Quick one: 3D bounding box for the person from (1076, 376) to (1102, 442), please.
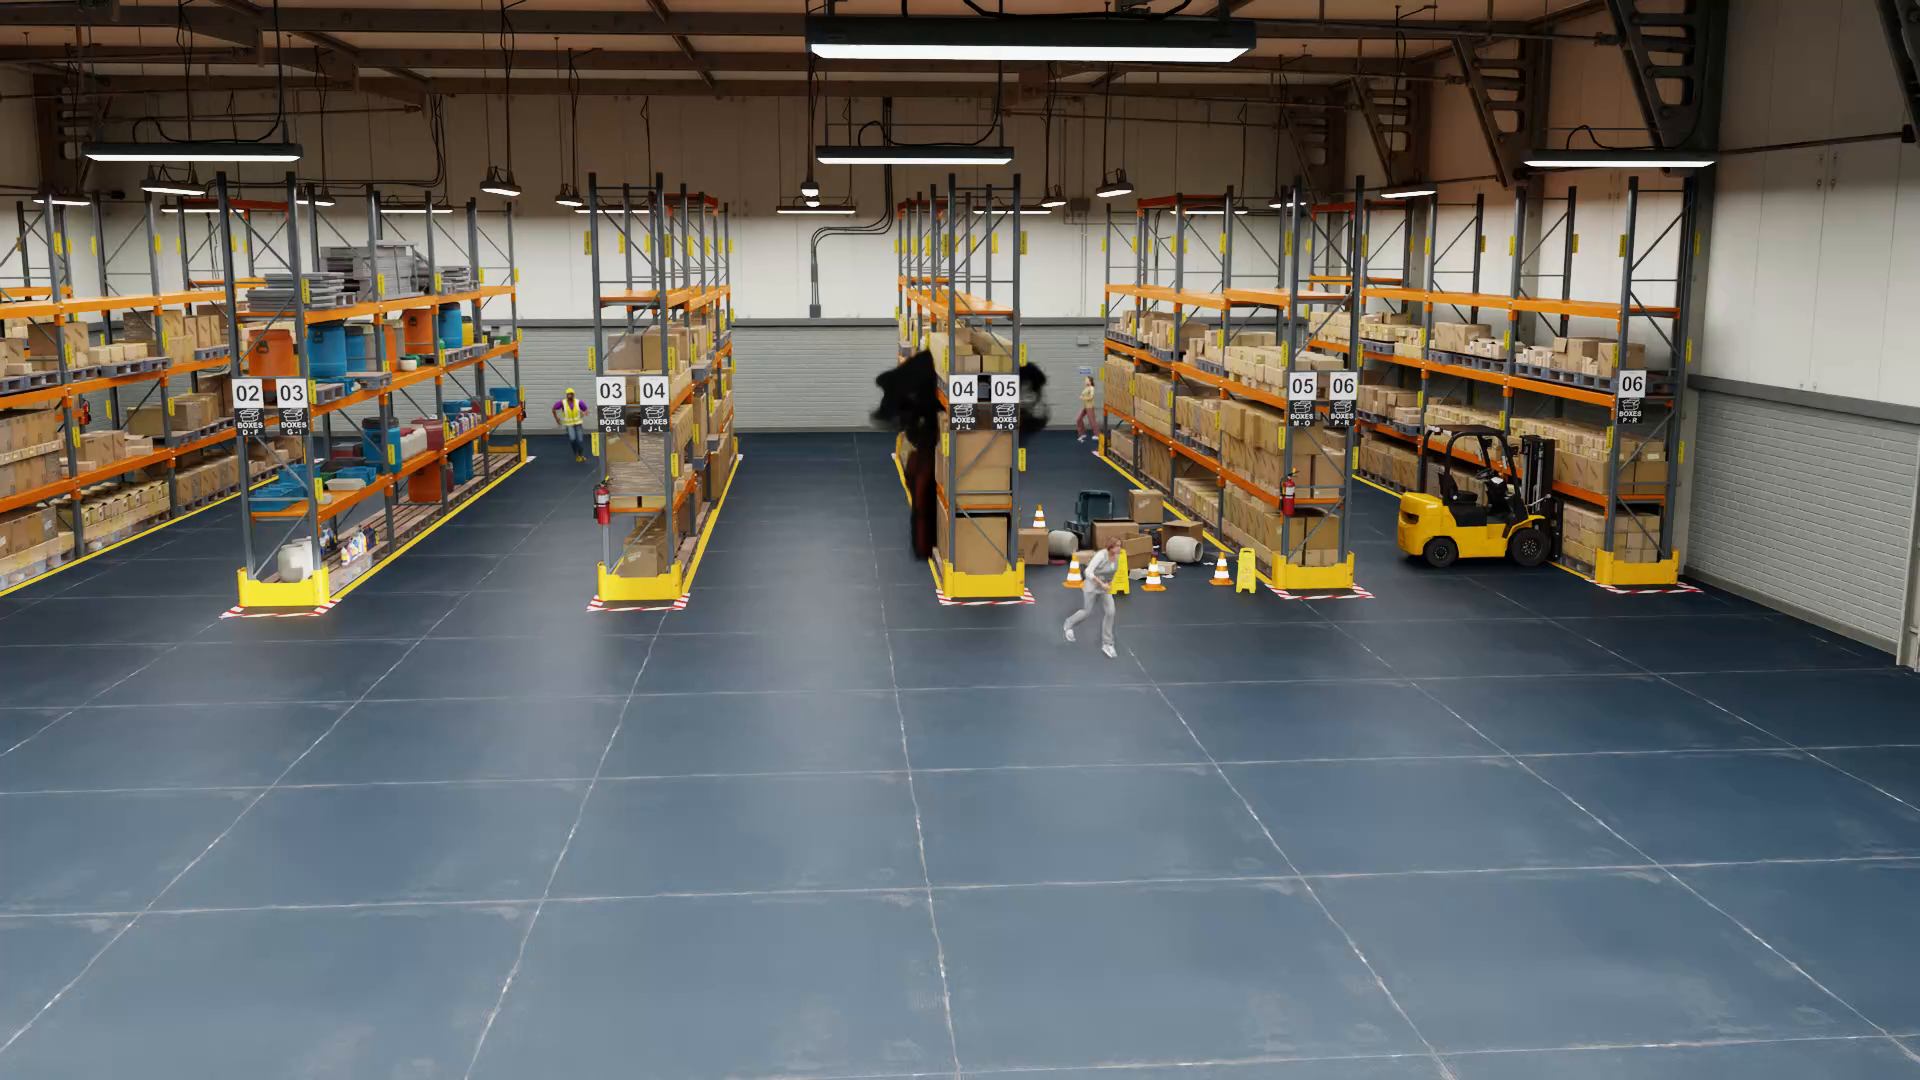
[{"bbox_3d":[3.330,-3.379,43.029,0.714,1.725,0.545,-5,11,-27],"label":"person"}]

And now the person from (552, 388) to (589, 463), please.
[{"bbox_3d":[-9.060,-2.667,38.812,0.828,1.760,0.652,-4,11,-22],"label":"person"}]

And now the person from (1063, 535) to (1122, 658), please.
[{"bbox_3d":[1.653,0.654,20.735,0.920,1.546,0.576,10,14,43],"label":"person"}]
